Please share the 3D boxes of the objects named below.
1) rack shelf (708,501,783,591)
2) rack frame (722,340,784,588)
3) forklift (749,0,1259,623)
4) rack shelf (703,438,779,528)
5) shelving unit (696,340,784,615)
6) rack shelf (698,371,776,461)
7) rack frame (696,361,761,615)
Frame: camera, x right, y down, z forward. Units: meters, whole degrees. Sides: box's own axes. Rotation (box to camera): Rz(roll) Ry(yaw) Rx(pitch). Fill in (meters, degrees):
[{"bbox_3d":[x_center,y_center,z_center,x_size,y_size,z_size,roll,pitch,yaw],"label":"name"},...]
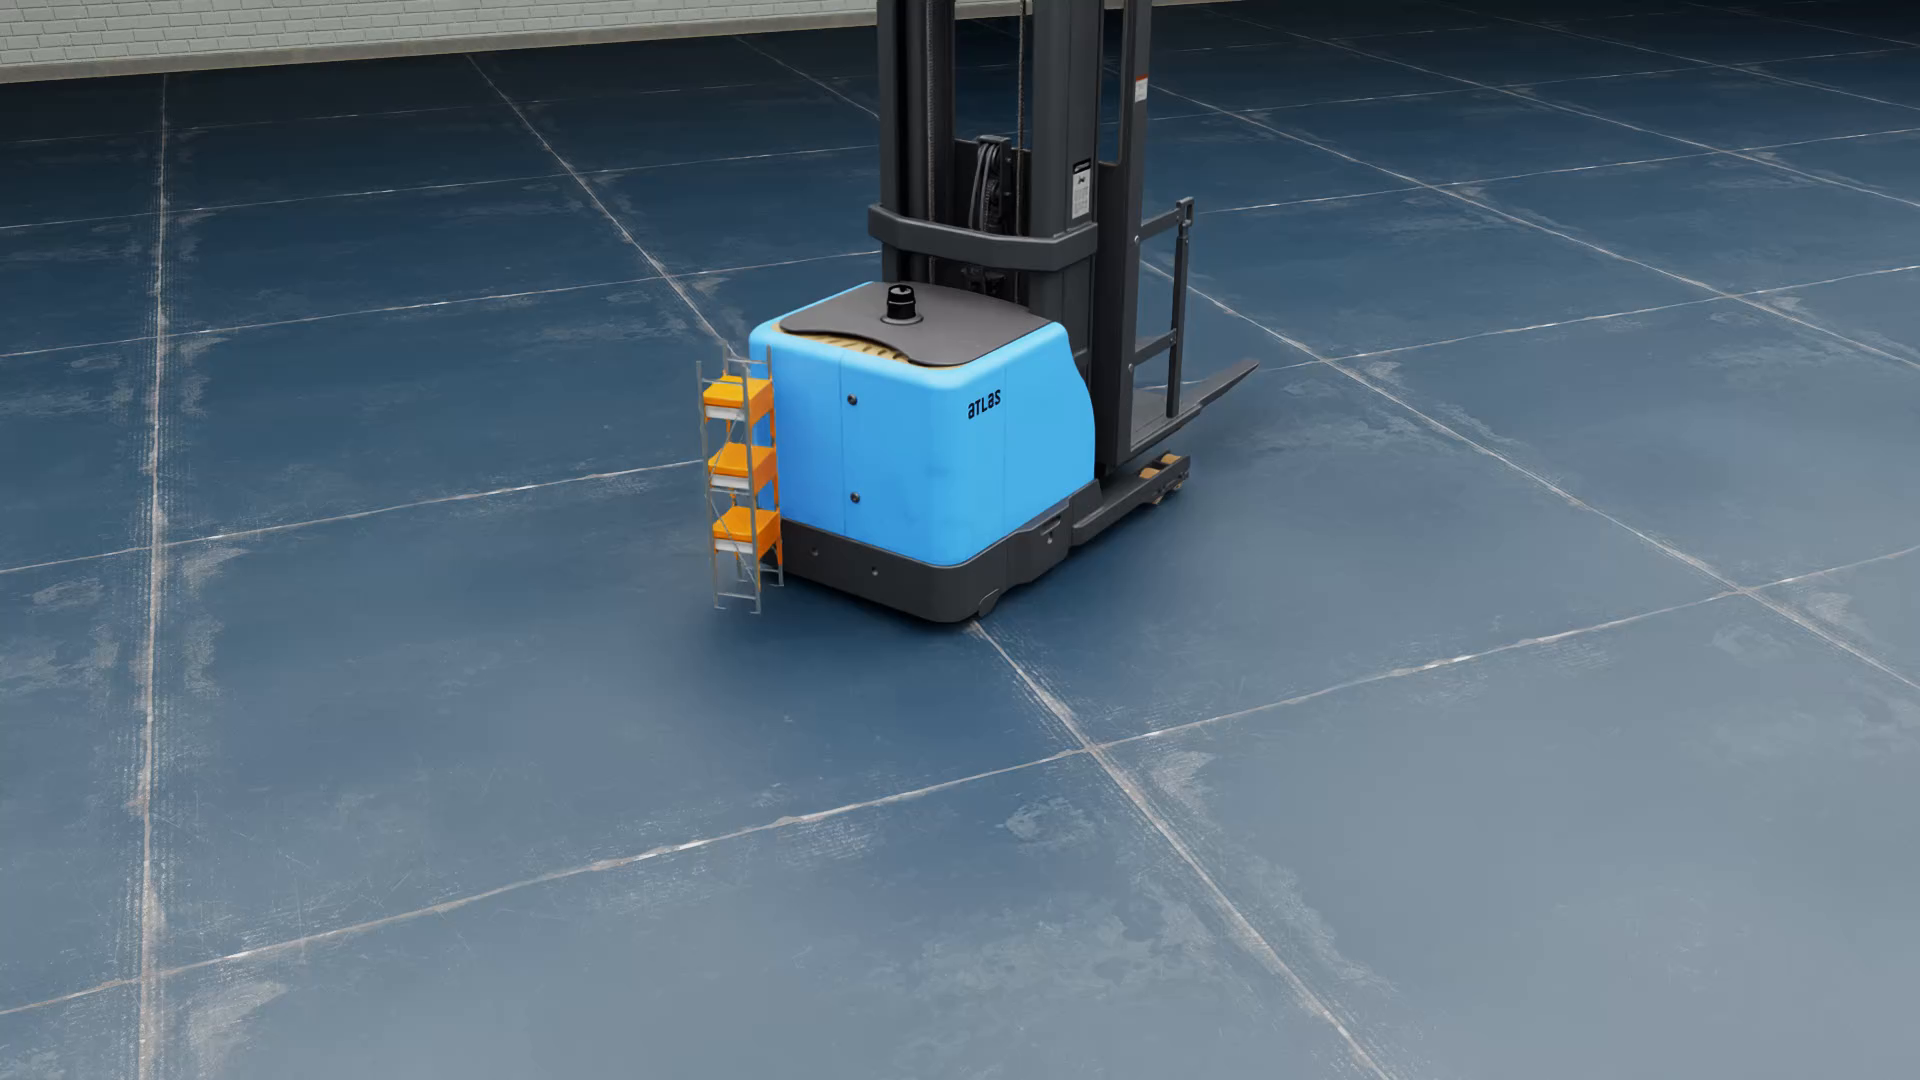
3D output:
[{"bbox_3d":[-0.857,0.022,6.665,0.215,0.259,0.240,7,27,14],"label":"rack shelf"},{"bbox_3d":[-0.824,-0.288,6.644,0.200,1.050,0.008,7,27,14],"label":"rack frame"},{"bbox_3d":[0.412,-1.588,7.163,1.130,2.935,3.031,17,31,31],"label":"forklift"},{"bbox_3d":[-0.857,-0.227,6.543,0.215,0.259,0.240,7,27,14],"label":"rack shelf"},{"bbox_3d":[-0.857,-0.237,6.539,0.215,1.050,0.252,7,27,14],"label":"shelving unit"},{"bbox_3d":[-0.857,-0.482,6.419,0.215,0.259,0.240,7,27,14],"label":"rack shelf"},{"bbox_3d":[-0.891,-0.186,6.433,0.200,1.050,0.008,7,27,14],"label":"rack frame"}]
